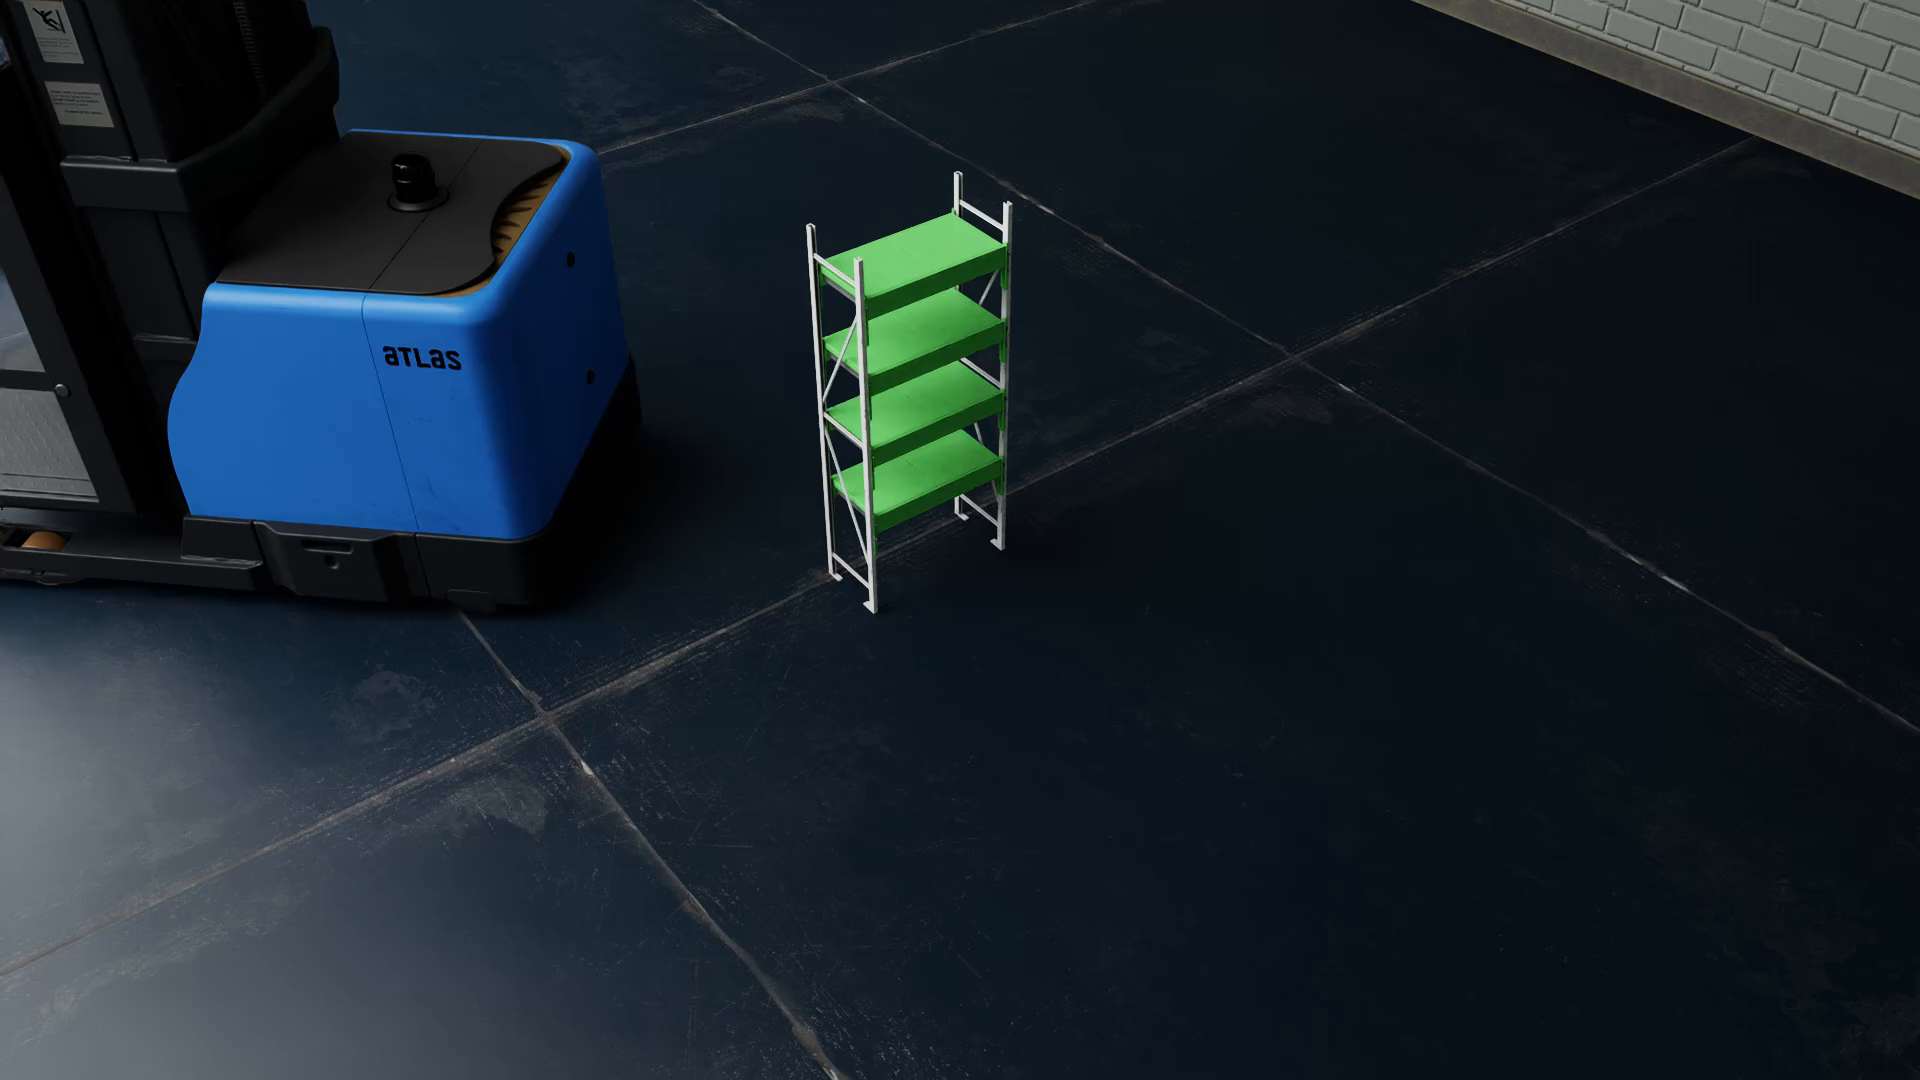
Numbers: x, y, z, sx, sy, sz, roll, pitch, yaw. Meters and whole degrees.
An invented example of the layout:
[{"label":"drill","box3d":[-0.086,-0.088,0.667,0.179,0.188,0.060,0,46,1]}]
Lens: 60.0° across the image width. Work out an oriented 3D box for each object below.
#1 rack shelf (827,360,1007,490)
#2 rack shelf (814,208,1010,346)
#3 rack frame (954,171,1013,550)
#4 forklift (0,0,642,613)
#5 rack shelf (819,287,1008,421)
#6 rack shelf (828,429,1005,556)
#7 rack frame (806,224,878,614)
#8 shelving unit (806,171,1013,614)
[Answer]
[{"label":"rack shelf","box3d":[-0.131,-0.351,4.832,0.480,0.148,0.258,-26,46,-28]},{"label":"rack shelf","box3d":[-0.131,-0.722,4.528,0.480,0.148,0.258,-26,46,-28]},{"label":"rack frame","box3d":[0.062,-0.494,4.906,0.015,1.200,0.240,-26,46,-28]},{"label":"forklift","box3d":[-2.630,-1.322,4.550,3.031,2.935,1.130,4,40,5]},{"label":"rack shelf","box3d":[-0.131,-0.536,4.680,0.480,0.148,0.258,-26,46,-28]},{"label":"rack shelf","box3d":[-0.131,-0.165,4.984,0.480,0.148,0.258,-26,46,-28]},{"label":"rack frame","box3d":[-0.325,-0.306,4.677,0.015,1.200,0.240,-26,46,-28]},{"label":"shelving unit","box3d":[-0.131,-0.400,4.791,0.503,1.200,0.258,-26,46,-28]}]
